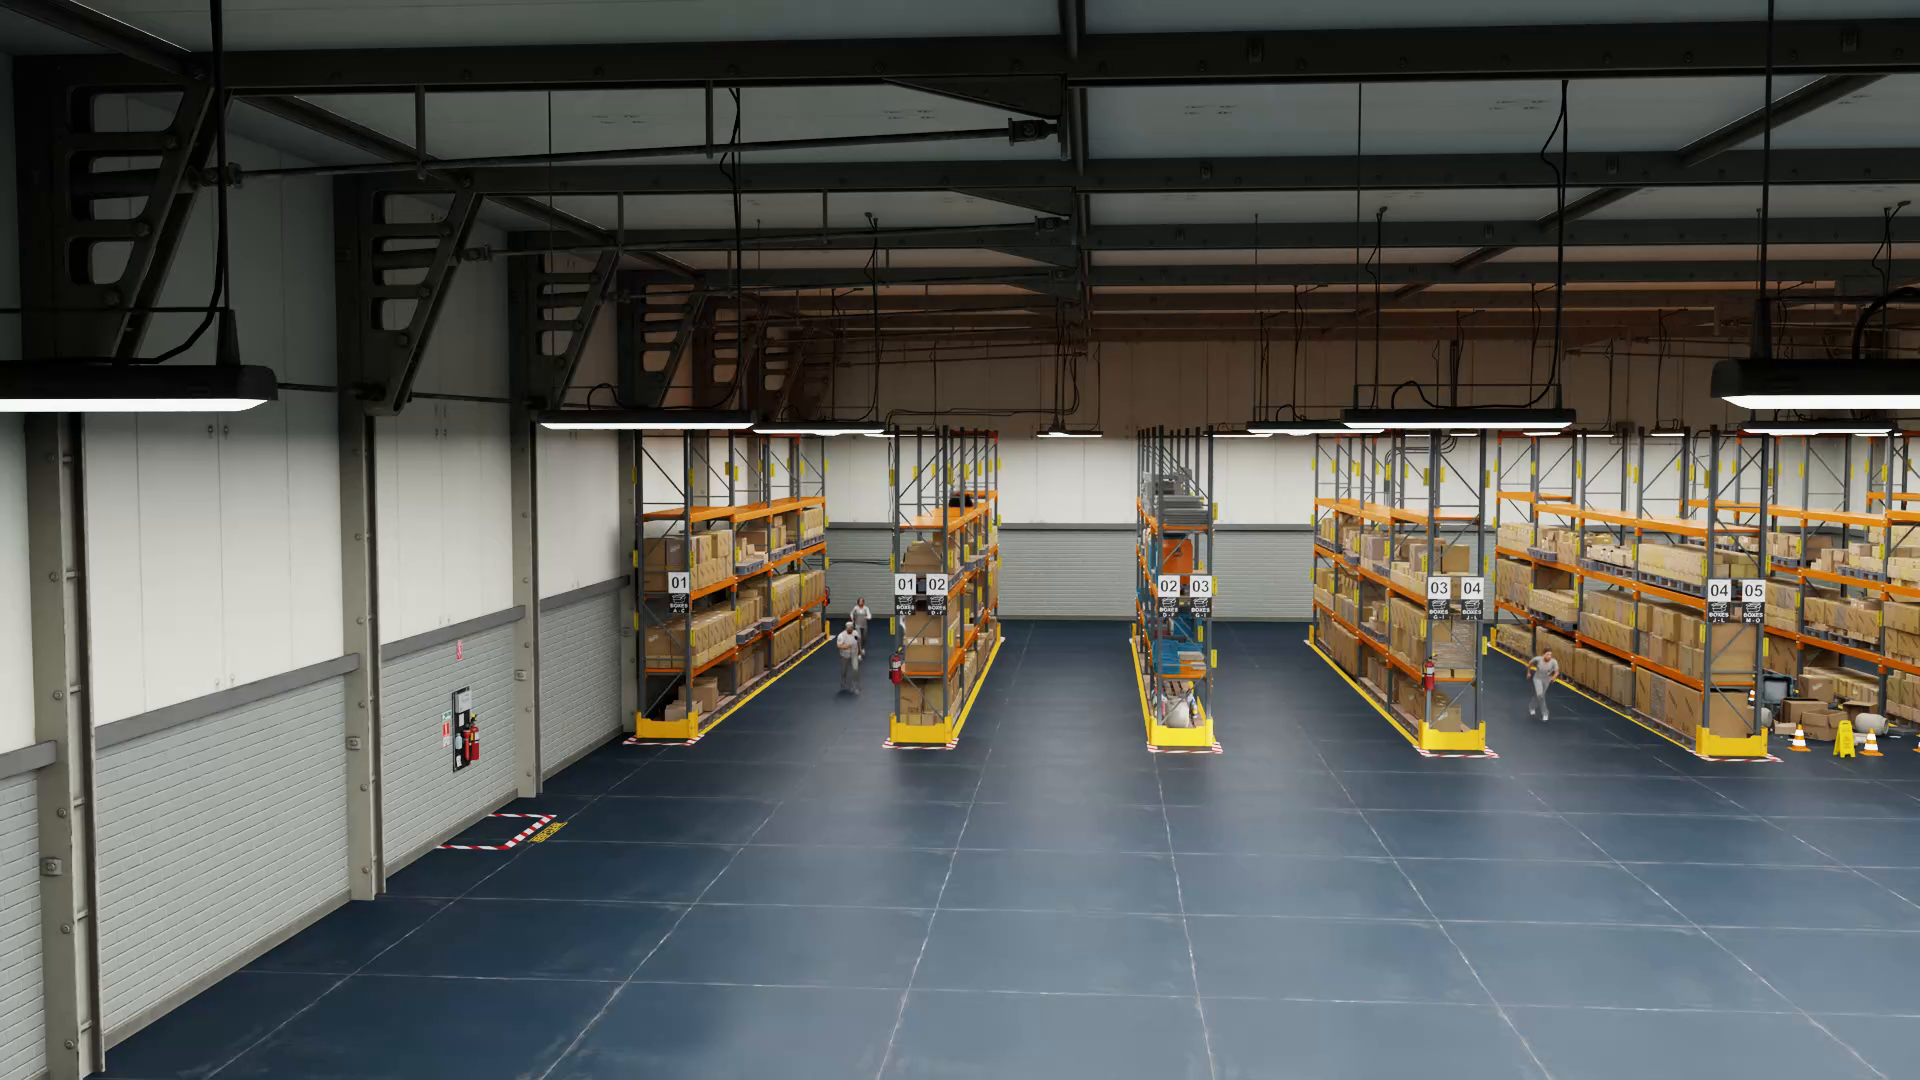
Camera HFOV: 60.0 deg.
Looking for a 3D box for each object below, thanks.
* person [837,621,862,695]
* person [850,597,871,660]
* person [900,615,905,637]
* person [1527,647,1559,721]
[{"bbox_3d":[-2.517,2.646,37.752,0.603,1.643,0.946,-1,4,-13],"label":"person"},{"bbox_3d":[-2.589,2.291,43.459,0.541,1.592,0.887,0,3,-7],"label":"person"},{"bbox_3d":[-1.318,2.344,43.282,0.592,1.571,0.727,0,3,-5],"label":"person"},{"bbox_3d":[11.915,2.901,34.077,0.574,1.512,1.028,0,3,5],"label":"person"}]
